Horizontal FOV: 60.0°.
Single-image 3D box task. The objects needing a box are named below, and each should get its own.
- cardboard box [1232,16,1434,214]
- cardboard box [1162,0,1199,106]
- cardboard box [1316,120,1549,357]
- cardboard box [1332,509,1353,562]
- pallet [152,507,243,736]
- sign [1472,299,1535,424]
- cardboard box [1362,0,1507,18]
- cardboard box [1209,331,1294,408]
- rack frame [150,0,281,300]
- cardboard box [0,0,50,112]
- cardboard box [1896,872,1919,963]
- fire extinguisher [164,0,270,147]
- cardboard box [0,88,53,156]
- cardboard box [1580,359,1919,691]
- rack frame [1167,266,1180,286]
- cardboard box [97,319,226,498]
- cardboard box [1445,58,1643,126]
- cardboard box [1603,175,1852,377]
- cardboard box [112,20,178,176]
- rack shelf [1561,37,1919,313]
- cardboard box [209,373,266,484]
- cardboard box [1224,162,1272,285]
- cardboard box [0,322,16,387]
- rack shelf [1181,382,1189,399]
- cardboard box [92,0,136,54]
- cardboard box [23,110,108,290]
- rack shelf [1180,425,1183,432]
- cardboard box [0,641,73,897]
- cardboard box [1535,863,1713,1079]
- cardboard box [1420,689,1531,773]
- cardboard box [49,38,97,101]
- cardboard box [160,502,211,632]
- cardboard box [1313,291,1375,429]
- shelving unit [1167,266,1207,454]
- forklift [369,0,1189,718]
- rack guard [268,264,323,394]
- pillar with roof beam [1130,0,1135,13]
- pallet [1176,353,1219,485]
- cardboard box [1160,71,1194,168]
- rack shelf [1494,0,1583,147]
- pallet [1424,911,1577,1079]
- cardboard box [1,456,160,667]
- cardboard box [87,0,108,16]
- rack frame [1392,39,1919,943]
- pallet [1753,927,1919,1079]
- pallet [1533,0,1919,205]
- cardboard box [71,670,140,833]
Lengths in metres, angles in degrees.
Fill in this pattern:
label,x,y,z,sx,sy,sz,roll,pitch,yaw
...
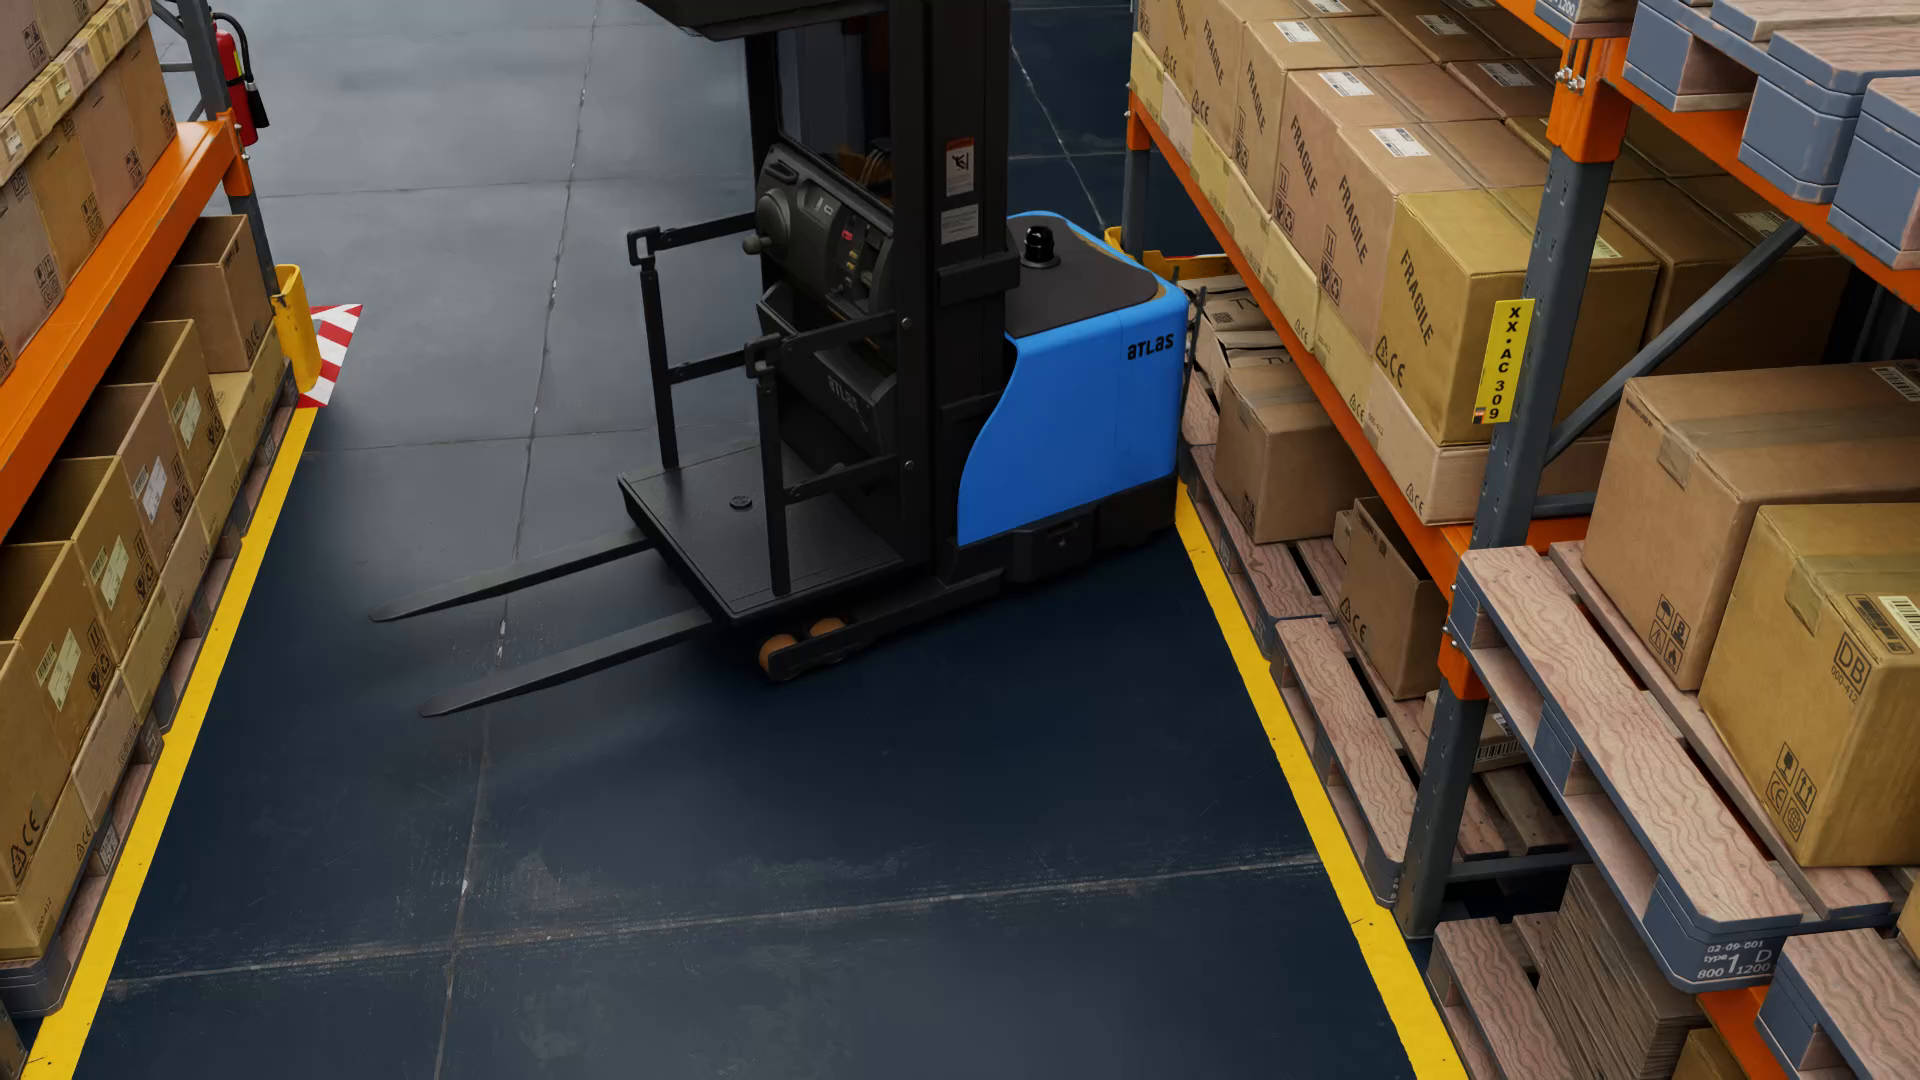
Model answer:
label,x,y,z,sx,sy,sz,roll,pitch,yaw
cardboard box,1.253,-1.454,5.669,0.500,0.500,0.500,-3,34,-5
cardboard box,1.109,-2.029,6.514,0.500,0.500,0.500,-4,35,-6
cardboard box,1.381,-0.882,4.830,0.500,0.500,0.500,-5,35,-7
cardboard box,1.629,-0.005,6.234,0.380,0.149,0.250,-7,35,-10
pallet,-3.317,0.293,6.132,1.003,0.211,1.213,-4,35,-6
sign,1.287,-0.419,3.933,0.100,0.325,0.005,-4,35,-6
cardboard box,1.692,-1.778,6.146,0.500,0.500,0.500,-5,35,-8
cardboard box,1.366,-0.699,7.109,0.500,0.311,0.500,-2,34,-2
rack frame,-3.622,-1.962,6.965,1.000,3.000,0.127,-4,35,-6
cardboard box,-3.420,-1.674,5.302,0.700,0.500,0.500,-4,35,-6
cardboard box,2.046,0.634,2.677,0.700,0.500,0.500,0,34,0
fire extinguisher,-3.178,-2.031,7.135,0.296,0.674,0.183,-4,35,-6
cardboard box,-3.207,-1.350,5.402,0.380,0.149,0.250,-3,34,-5
cardboard box,1.859,-0.043,3.671,0.700,0.500,0.500,-4,35,-6
rack frame,0.750,-0.723,6.992,0.240,0.900,0.006,-11,36,-24
cardboard box,-3.106,-0.475,6.187,0.500,0.500,0.500,-4,35,-6
cardboard box,1.840,-1.209,5.309,0.500,0.500,0.500,-3,34,-5
cardboard box,1.968,-0.641,4.477,0.500,0.500,0.500,-5,35,-7
cardboard box,-3.572,-1.742,6.553,0.700,0.500,0.500,-4,35,-6
rack shelf,2.093,0.067,1.963,1.077,0.370,4.000,-4,35,-6
cardboard box,-3.178,-0.444,6.807,0.500,0.250,0.500,-4,35,-6
cardboard box,1.249,-1.133,5.865,0.500,0.250,0.500,-4,34,-6
cardboard box,-3.291,-0.592,4.867,0.700,0.500,0.500,-4,34,-6
rack shelf,0.791,-0.643,6.935,0.258,0.077,0.200,-11,36,-24
cardboard box,-3.346,-1.926,6.248,0.380,0.149,0.250,-4,34,-5
cardboard box,-3.436,-1.171,5.717,0.700,0.500,0.500,-4,34,-6
rack shelf,0.776,-0.492,7.032,0.258,0.077,0.200,-11,36,-24
cardboard box,-2.836,0.641,4.549,0.500,0.500,0.500,-4,35,-6
cardboard box,1.939,1.154,4.222,0.700,0.500,0.500,-3,34,-5
cardboard box,1.722,0.586,5.352,0.380,0.166,0.250,-9,35,-13
cardboard box,-3.279,-1.643,5.833,0.380,0.149,0.250,-4,34,-6
cardboard box,-3.044,0.114,5.988,0.500,0.250,0.500,-4,35,-6
cardboard box,1.401,-0.573,5.043,0.500,0.250,0.500,-4,35,-6
shelving unit,0.794,-0.671,6.917,0.258,0.900,0.210,-11,36,-24
forklift,-0.655,-1.043,5.678,3.031,2.935,1.130,-19,39,-25
rack guard,-3.626,-0.942,7.689,1.175,0.500,0.348,-4,35,-6
pillar with roof beam,-2.836,-7.515,9.787,9.100,9.000,0.400,-4,35,-6
pallet,1.370,-0.688,7.573,1.003,0.211,1.213,-4,35,-6
cardboard box,1.121,-1.700,6.697,0.500,0.250,0.500,-5,35,-8
rack shelf,1.555,-2.165,5.239,1.077,0.370,4.000,-4,35,-6
pallet,1.930,1.480,4.391,1.003,0.211,1.213,-4,35,-6
cardboard box,-2.971,0.083,5.368,0.500,0.500,0.500,-4,35,-6
cardboard box,-3.565,-2.248,6.145,0.700,0.500,0.500,-4,35,-6
rack frame,1.824,-0.107,4.243,1.000,3.000,0.127,-4,35,-6
pallet,2.055,1.103,2.638,1.003,0.211,1.213,-4,35,-6
pallet,1.801,-0.916,2.934,1.213,0.211,1.003,-4,35,-6
cardboard box,-2.908,0.672,5.169,0.500,0.250,0.500,-4,35,-6
